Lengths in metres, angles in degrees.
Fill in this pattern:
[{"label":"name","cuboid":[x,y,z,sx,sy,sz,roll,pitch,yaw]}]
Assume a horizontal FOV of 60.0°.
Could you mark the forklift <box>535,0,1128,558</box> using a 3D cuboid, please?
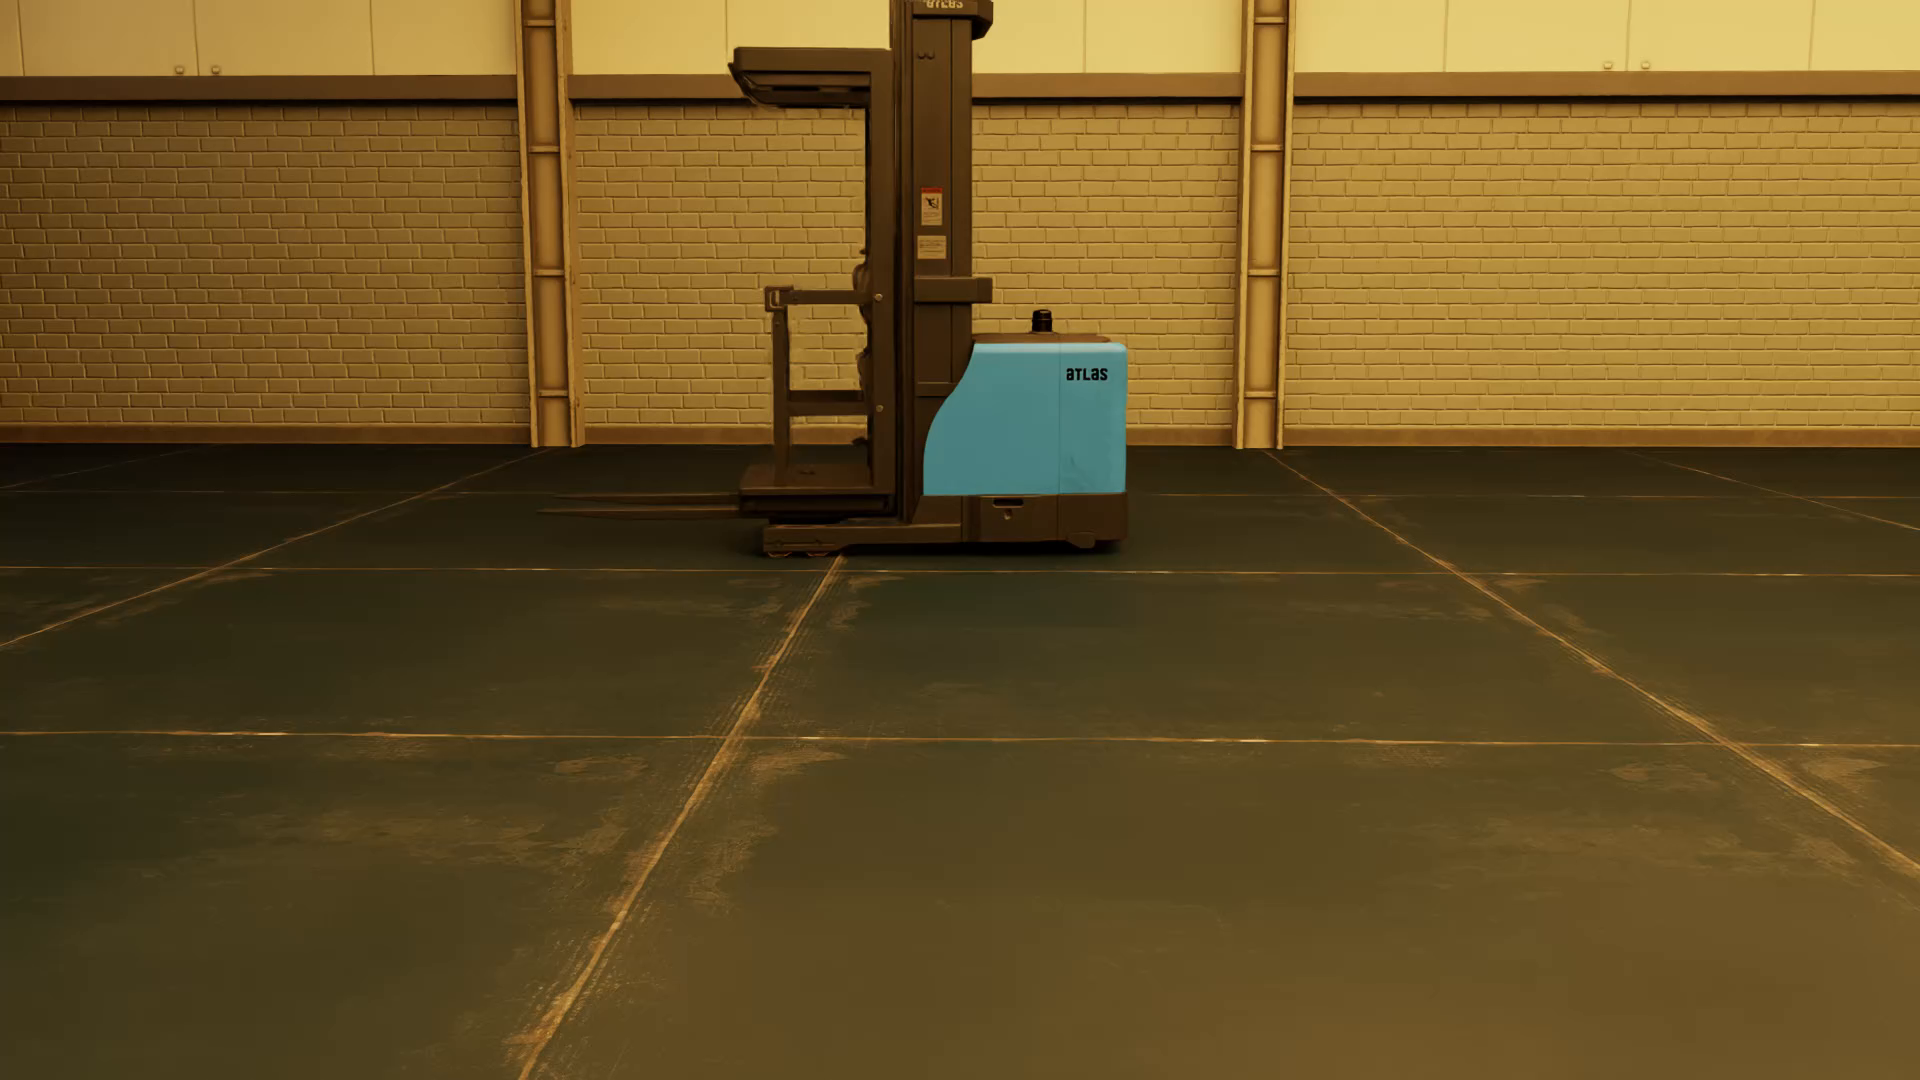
[{"label":"forklift","cuboid":[-0.678,-1.439,8.713,3.031,2.935,1.130,-1,9,-4]}]
